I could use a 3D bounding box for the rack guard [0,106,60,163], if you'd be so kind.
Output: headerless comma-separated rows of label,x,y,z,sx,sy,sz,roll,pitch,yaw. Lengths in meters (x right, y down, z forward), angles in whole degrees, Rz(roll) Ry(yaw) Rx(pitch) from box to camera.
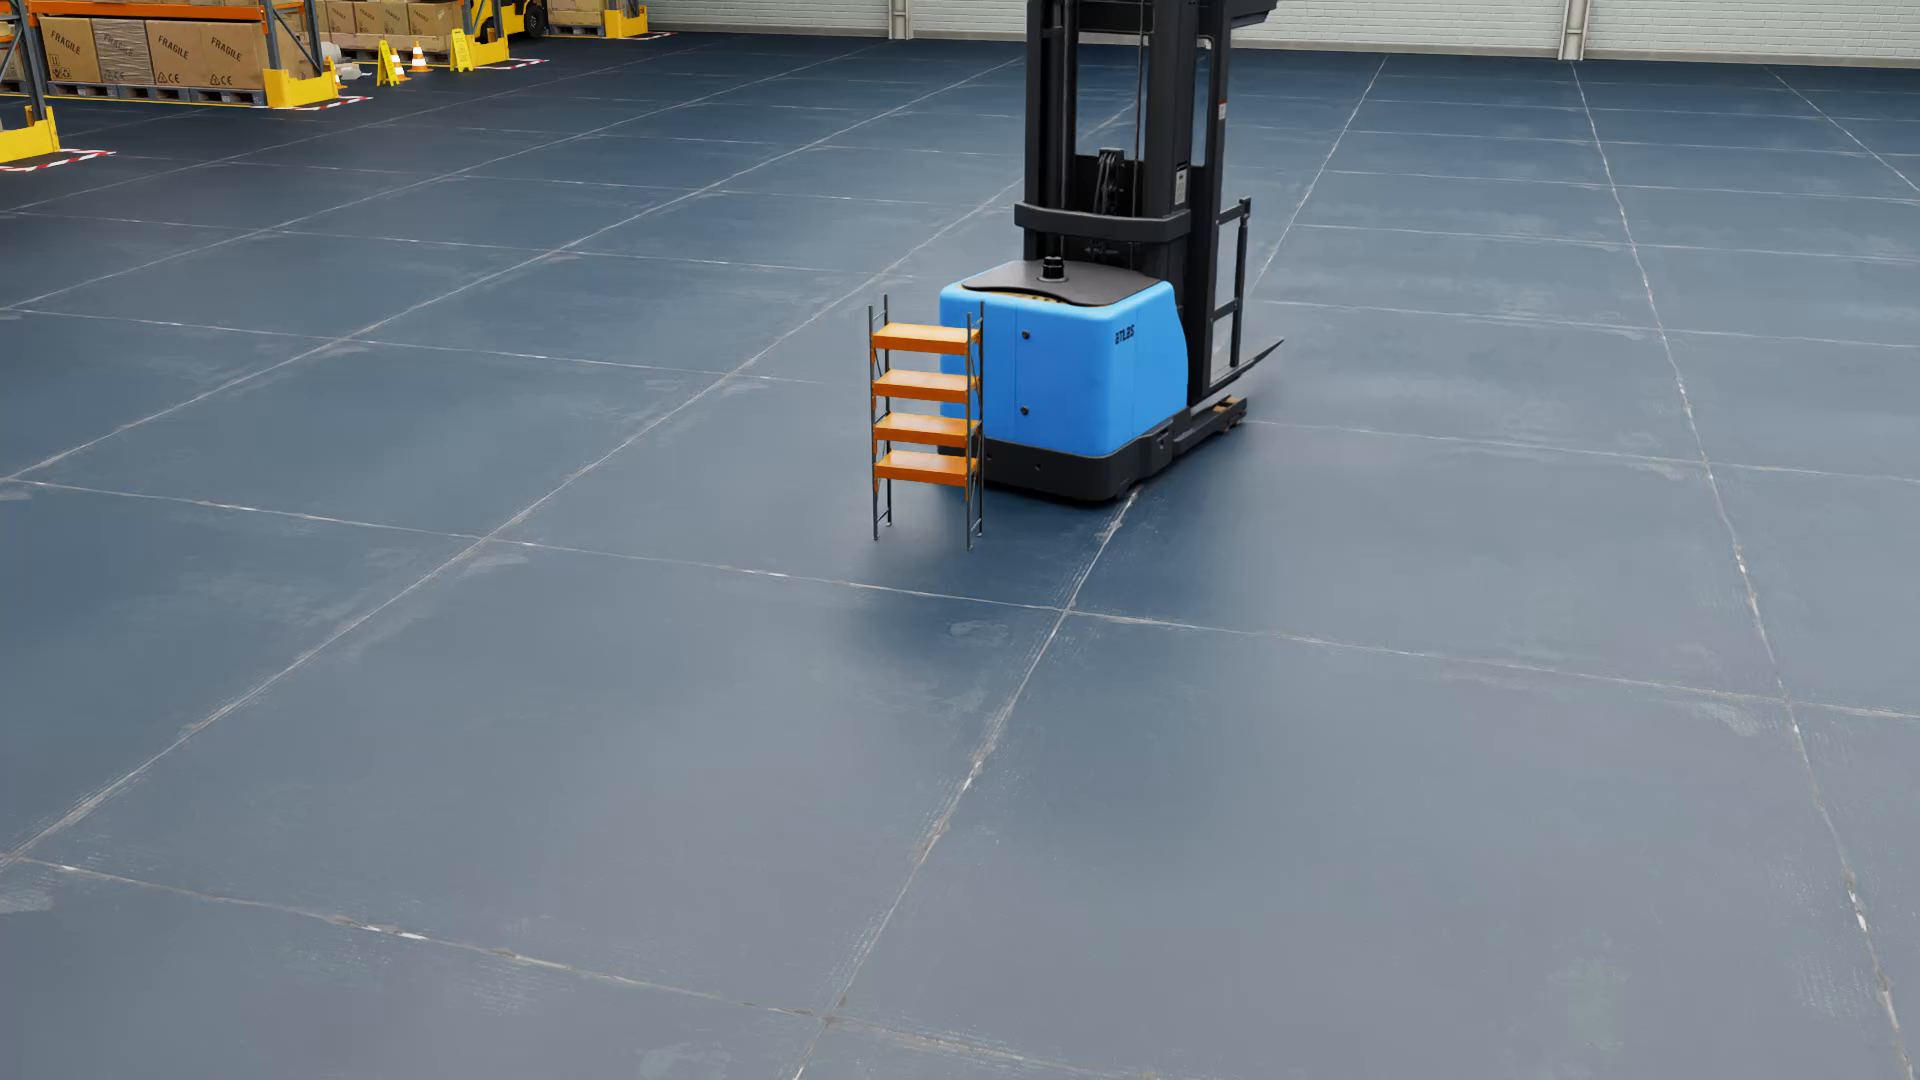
rack guard,-10.814,-4.589,18.861,0.348,0.500,1.175,7,23,16

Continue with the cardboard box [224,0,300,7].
cardboard box,-9.580,-7.622,22.764,0.550,0.550,0.875,7,23,16

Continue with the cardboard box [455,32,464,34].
cardboard box,-8.571,-8.449,28.047,0.500,0.250,0.500,6,23,15

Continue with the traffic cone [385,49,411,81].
traffic cone,-8.658,-7.302,25.524,0.334,0.463,0.336,7,23,16

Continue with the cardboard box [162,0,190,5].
cardboard box,-10.613,-7.781,23.152,0.550,0.550,0.875,7,23,16

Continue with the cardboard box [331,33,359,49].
cardboard box,-10.198,-8.424,27.987,0.500,0.250,0.500,6,23,15

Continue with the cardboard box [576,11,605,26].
cardboard box,-6.990,-10.000,31.830,0.500,0.250,0.500,7,23,16

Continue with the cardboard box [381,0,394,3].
cardboard box,-9.332,-8.944,27.413,0.250,0.149,0.380,7,23,16

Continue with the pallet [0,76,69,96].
pallet,-13.802,-6.734,24.471,1.213,0.211,1.003,7,23,16

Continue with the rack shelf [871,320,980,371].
rack shelf,-0.158,-0.937,8.001,0.480,0.148,0.258,7,23,16

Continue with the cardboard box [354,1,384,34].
cardboard box,-9.703,-8.714,27.705,0.500,0.500,0.500,6,23,14

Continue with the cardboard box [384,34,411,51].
cardboard box,-9.224,-8.310,27.710,0.500,0.250,0.500,7,23,16

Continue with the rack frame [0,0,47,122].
rack frame,-10.741,-5.737,18.367,0.127,3.000,1.000,7,23,16

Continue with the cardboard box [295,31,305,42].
cardboard box,-11.221,-8.535,28.259,0.500,0.250,0.500,5,23,13

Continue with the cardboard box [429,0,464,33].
cardboard box,-8.594,-8.798,27.911,0.500,0.500,0.500,6,23,14

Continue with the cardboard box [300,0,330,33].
cardboard box,-10.705,-8.828,27.984,0.500,0.500,0.500,8,23,18

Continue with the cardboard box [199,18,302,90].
cardboard box,-9.880,-6.790,23.179,0.875,0.875,0.875,7,23,16

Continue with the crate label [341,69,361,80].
crate label,-9.429,-7.215,25.741,0.298,0.136,0.250,-5,23,-12

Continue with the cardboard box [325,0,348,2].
cardboard box,-10.368,-9.063,27.702,0.250,0.149,0.380,8,24,19

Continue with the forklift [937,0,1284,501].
forklift,1.074,-2.069,9.515,1.130,2.935,3.031,13,26,29

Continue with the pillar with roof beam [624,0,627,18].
pillar with roof beam,-8.098,-12.757,27.575,0.400,9.000,9.100,7,23,16

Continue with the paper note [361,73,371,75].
paper note,-9.359,-7.344,26.197,0.142,0.019,0.148,-1,22,-3

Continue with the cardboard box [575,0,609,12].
cardboard box,-7.005,-10.235,31.742,0.500,0.250,0.500,6,23,15

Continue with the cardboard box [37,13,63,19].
cardboard box,-16.175,-9.532,29.864,0.875,0.875,0.875,6,23,15

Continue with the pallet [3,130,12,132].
pallet,-11.582,-4.557,19.165,1.213,0.211,1.003,7,23,16

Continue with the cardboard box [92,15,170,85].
cardboard box,-11.595,-6.986,23.658,0.875,0.875,0.875,7,23,16

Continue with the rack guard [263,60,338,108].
rack guard,-9.189,-6.369,23.201,0.348,0.500,1.175,7,23,16

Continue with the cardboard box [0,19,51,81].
cardboard box,-13.662,-7.155,24.235,0.750,0.750,1.050,6,23,15

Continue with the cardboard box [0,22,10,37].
cardboard box,-10.945,-5.739,18.702,0.250,0.149,0.380,7,23,16

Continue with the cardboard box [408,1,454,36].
cardboard box,-8.721,-8.600,27.427,0.500,0.500,0.500,7,23,16

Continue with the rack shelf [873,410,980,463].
rack shelf,-0.158,-0.511,8.175,0.480,0.148,0.258,7,23,16

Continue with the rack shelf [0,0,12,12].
rack shelf,-14.956,-7.853,24.473,4.000,0.370,1.077,7,23,16

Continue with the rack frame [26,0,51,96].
rack frame,-13.041,-7.966,23.802,0.127,3.000,1.000,7,23,16

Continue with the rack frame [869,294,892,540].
rack frame,-0.392,-0.600,8.215,0.015,1.200,0.240,7,23,16

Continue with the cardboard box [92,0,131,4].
cardboard box,-11.669,-7.846,23.310,0.550,0.550,0.875,7,23,16

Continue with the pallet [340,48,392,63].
pallet,-9.883,-8.292,28.270,1.213,0.211,1.003,7,23,16

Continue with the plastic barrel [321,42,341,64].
plastic barrel,-10.294,-7.822,26.844,0.512,0.421,0.421,-14,26,-30

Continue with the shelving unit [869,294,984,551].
shelving unit,-0.158,-0.573,8.150,0.503,1.200,0.258,7,23,16

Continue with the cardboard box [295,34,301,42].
cardboard box,-11.075,-8.009,27.196,0.500,0.500,0.500,-14,26,-30

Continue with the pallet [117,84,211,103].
pallet,-11.164,-6.432,23.734,1.213,0.211,1.003,7,23,15

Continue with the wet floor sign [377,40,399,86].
wet floor sign,-8.612,-7.155,24.926,0.232,0.644,0.267,3,22,6

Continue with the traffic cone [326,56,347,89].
traffic cone,-9.310,-6.928,24.614,0.334,0.463,0.336,7,23,16

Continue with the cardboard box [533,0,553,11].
cardboard box,-7.982,-10.342,32.005,0.500,0.250,0.500,6,23,14

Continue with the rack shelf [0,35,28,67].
rack shelf,-12.656,-5.623,19.038,4.000,0.370,1.077,7,23,16

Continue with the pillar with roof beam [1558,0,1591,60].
pillar with roof beam,9.134,-10.783,22.764,0.400,9.000,9.100,7,23,16

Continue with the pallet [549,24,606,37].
pallet,-7.193,-9.920,32.239,1.213,0.211,1.003,7,23,16

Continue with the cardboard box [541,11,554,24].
cardboard box,-7.939,-10.116,32.113,0.500,0.250,0.500,7,23,16
